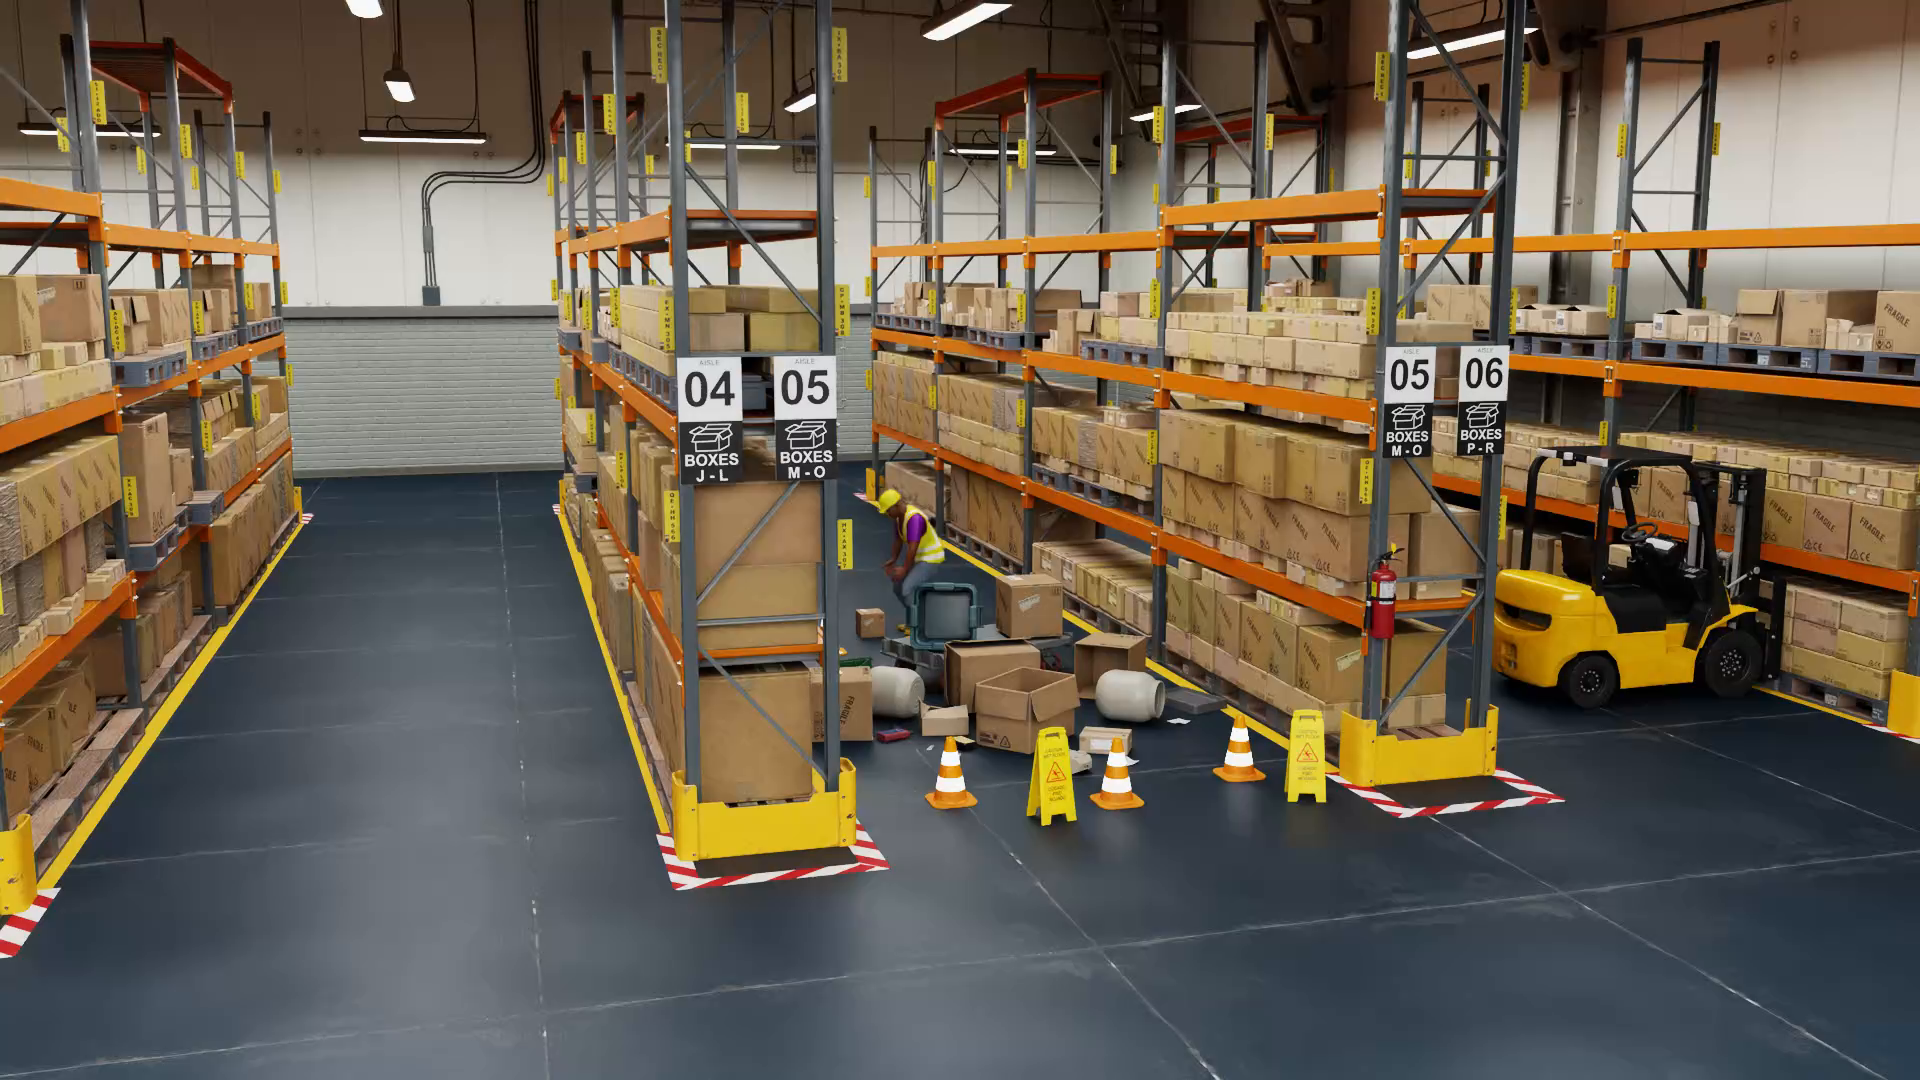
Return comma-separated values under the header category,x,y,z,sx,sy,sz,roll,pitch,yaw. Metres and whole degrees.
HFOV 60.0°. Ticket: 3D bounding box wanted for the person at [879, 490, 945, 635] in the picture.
category,x,y,z,sx,sy,sz,roll,pitch,yaw
person,-0.500,0.224,17.199,0.687,1.517,0.627,-3,10,-16
